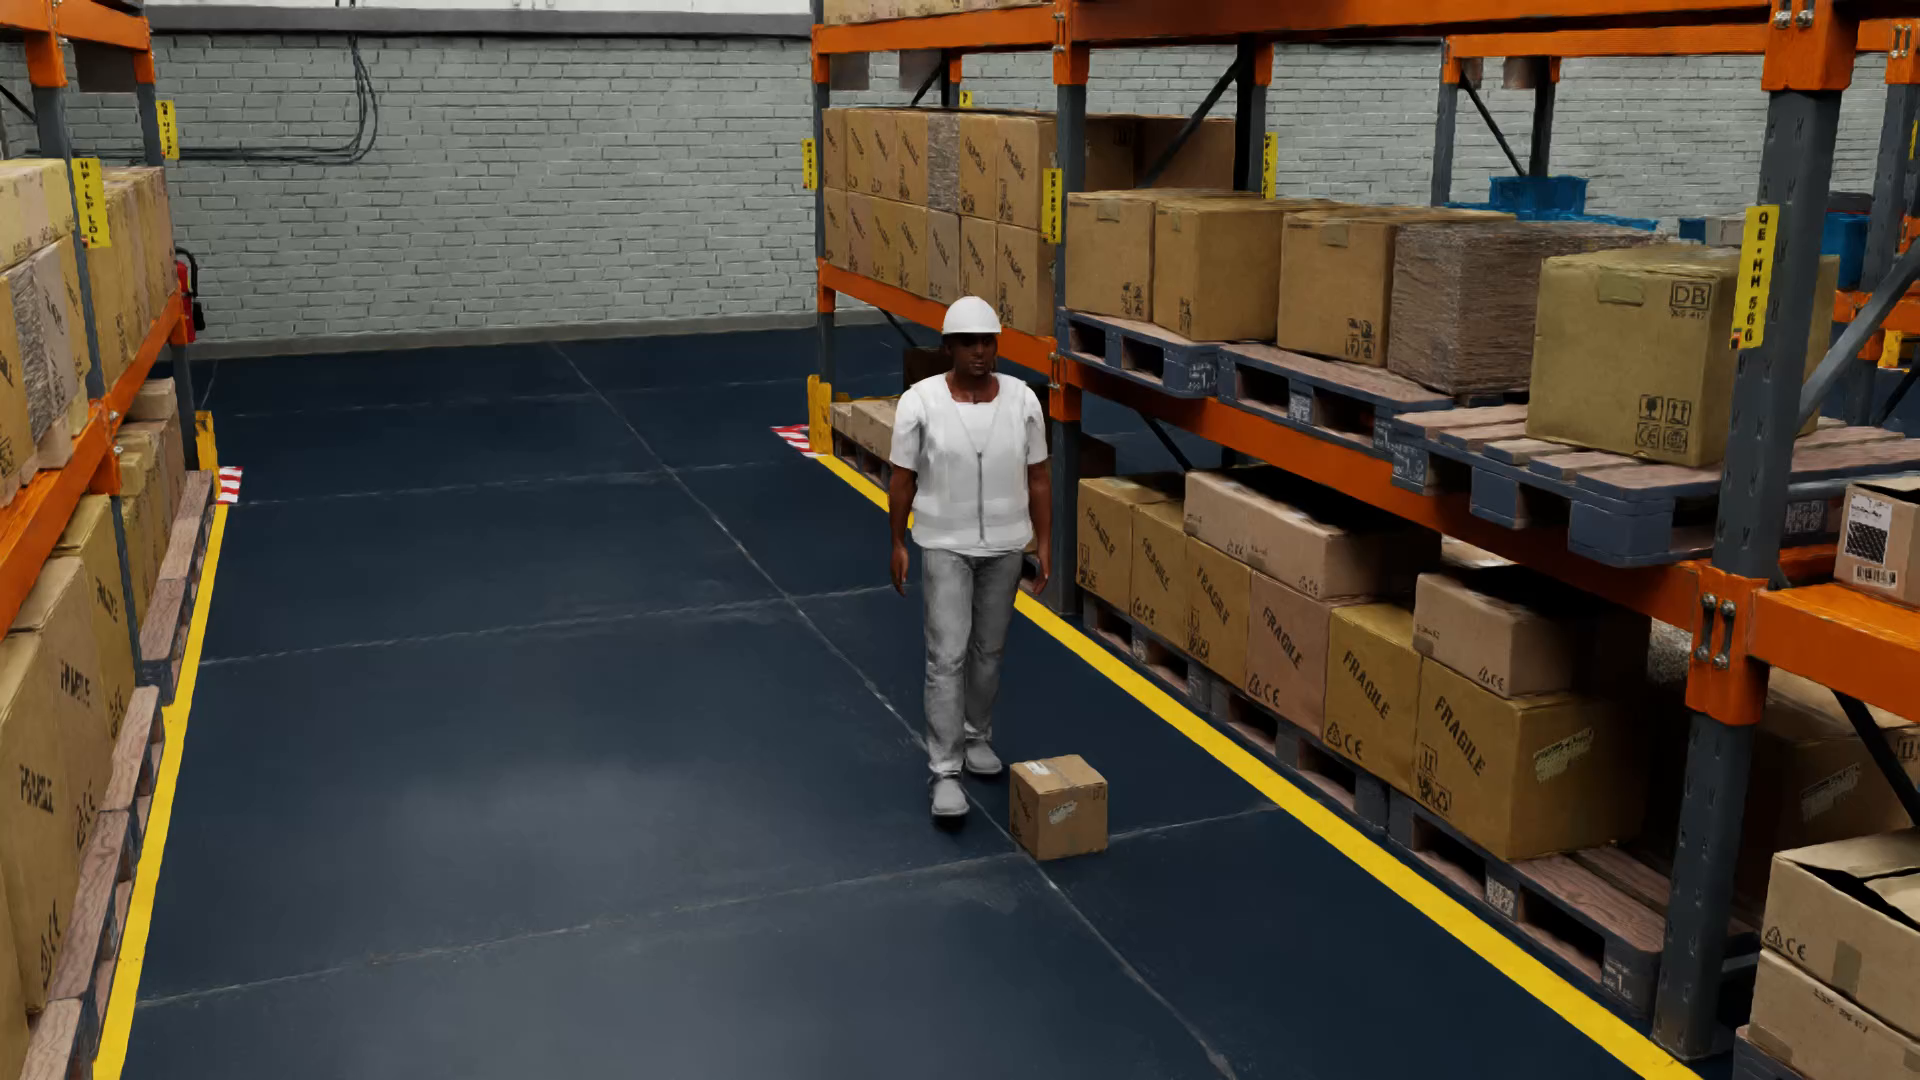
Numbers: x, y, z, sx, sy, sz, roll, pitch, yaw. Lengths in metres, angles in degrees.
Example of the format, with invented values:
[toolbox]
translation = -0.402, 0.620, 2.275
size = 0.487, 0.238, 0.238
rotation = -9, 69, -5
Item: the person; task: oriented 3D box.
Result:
[person]
translation = 0.078, 0.047, 5.787
size = 0.577, 1.752, 0.726
rotation = -4, 16, -14
